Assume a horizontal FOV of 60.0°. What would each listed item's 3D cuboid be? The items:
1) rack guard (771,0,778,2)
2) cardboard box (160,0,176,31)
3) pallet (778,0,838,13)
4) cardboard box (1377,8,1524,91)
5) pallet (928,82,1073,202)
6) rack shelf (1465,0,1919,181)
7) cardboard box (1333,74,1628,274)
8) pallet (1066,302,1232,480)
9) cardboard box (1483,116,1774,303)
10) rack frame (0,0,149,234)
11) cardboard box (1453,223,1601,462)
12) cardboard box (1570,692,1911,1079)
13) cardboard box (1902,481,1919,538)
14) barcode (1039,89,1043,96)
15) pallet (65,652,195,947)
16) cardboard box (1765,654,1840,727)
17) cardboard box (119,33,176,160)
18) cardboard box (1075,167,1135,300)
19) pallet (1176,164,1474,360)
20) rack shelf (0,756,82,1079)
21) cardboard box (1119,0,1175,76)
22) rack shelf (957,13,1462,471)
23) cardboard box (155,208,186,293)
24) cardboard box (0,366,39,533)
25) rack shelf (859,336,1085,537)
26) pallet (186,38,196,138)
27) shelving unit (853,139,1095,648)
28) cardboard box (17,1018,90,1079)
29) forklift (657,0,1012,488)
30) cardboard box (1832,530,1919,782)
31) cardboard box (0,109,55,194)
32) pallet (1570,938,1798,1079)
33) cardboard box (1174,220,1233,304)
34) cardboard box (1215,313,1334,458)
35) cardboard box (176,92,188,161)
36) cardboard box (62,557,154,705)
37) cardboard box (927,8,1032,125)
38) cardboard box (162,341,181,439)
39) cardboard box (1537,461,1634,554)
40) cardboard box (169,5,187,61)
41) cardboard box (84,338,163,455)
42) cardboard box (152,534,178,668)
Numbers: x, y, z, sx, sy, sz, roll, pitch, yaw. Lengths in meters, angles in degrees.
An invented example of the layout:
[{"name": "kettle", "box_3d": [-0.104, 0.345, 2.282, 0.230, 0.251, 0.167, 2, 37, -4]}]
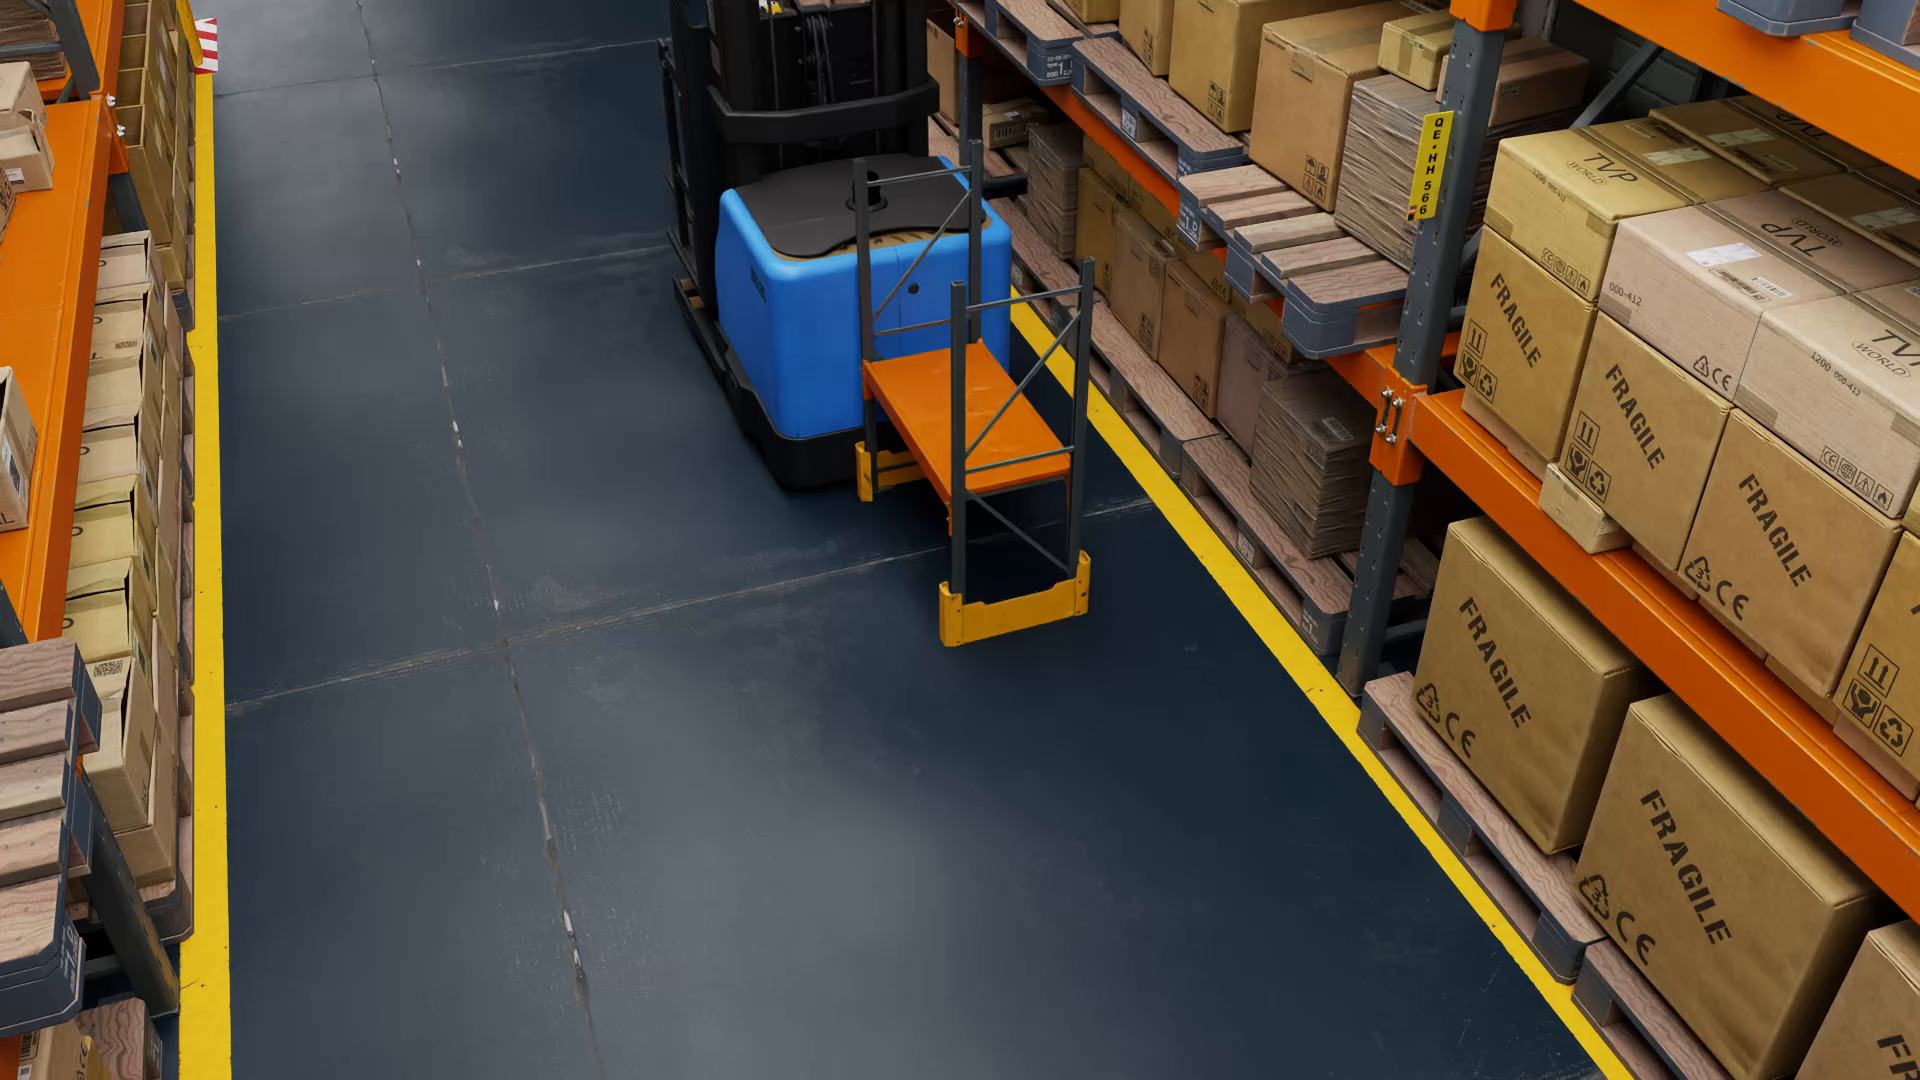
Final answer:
[{"name": "rack guard", "box_3d": [-0.866, -4.238, 11.961, 1.175, 0.500, 0.348, -12, 39, -16]}, {"name": "cardboard box", "box_3d": [-5.078, -3.380, 10.057, 0.500, 0.500, 0.500, -12, 39, -16]}, {"name": "pallet", "box_3d": [-0.619, -3.657, 11.429, 1.003, 0.211, 1.213, -12, 39, -16]}, {"name": "cardboard box", "box_3d": [1.590, -1.603, 5.397, 0.380, 0.149, 0.250, -19, 41, -23]}, {"name": "pallet", "box_3d": [0.220, -2.278, 9.599, 1.003, 0.211, 1.213, -12, 39, -16]}, {"name": "rack shelf", "box_3d": [2.549, -0.541, 3.080, 1.077, 0.370, 4.000, -12, 39, -16]}, {"name": "cardboard box", "box_3d": [1.690, -1.240, 5.454, 0.700, 0.500, 0.500, -17, 40, -21]}, {"name": "pallet", "box_3d": [1.177, -0.776, 7.605, 1.003, 0.211, 1.213, -12, 39, -16]}, {"name": "cardboard box", "box_3d": [1.785, -0.901, 4.482, 0.500, 0.250, 0.500, -12, 38, -15]}, {"name": "rack frame", "box_3d": [-4.165, -1.992, 6.902, 1.000, 3.000, 0.127, -12, 39, -16]}, {"name": "cardboard box", "box_3d": [1.788, -0.600, 4.706, 0.500, 0.500, 0.500, -11, 38, -15]}, {"name": "cardboard box", "box_3d": [2.286, 0.869, 4.541, 0.750, 0.750, 0.750, -13, 39, -16]}, {"name": "cardboard box", "box_3d": [2.318, -0.045, 3.346, 0.500, 0.250, 0.500, -13, 39, -17]}, {"name": "barcode", "box_3d": [0.474, -2.628, 9.690, 0.001, 0.075, 0.075, -12, 39, -16]}, {"name": "pallet", "box_3d": [-3.035, 0.908, 5.369, 1.003, 0.211, 1.213, -12, 39, -16]}, {"name": "cardboard box", "box_3d": [2.226, 0.287, 4.068, 0.380, 0.149, 0.250, -12, 39, -15]}, {"name": "cardboard box", "box_3d": [-4.375, -2.253, 8.561, 0.500, 0.500, 0.500, -12, 39, -16]}, {"name": "cardboard box", "box_3d": [0.978, -1.504, 7.965, 0.700, 0.500, 0.500, -13, 39, -17]}, {"name": "pallet", "box_3d": [1.516, -1.064, 5.829, 1.213, 0.211, 1.003, -12, 39, -16]}, {"name": "rack shelf", "box_3d": [-2.101, 1.684, 2.619, 1.077, 0.370, 4.000, -12, 39, -16]}, {"name": "cardboard box", "box_3d": [1.069, -2.259, 6.807, 0.700, 0.500, 0.500, -7, 38, -10]}, {"name": "rack shelf", "box_3d": [1.173, -1.603, 6.983, 1.077, 0.370, 4.000, -12, 39, -16]}, {"name": "cardboard box", "box_3d": [-4.040, -1.387, 8.034, 0.500, 0.250, 0.500, -12, 39, -16]}, {"name": "cardboard box", "box_3d": [-2.915, -0.242, 4.653, 0.500, 0.311, 0.500, -13, 39, -16]}, {"name": "rack shelf", "box_3d": [0.026, -0.420, 6.360, 0.538, 0.185, 1.000, -13, 39, -17]}, {"name": "pallet", "box_3d": [-5.239, -2.715, 10.179, 1.003, 0.211, 1.213, -12, 39, -16]}, {"name": "shelving unit", "box_3d": [0.029, -0.559, 6.245, 0.587, 1.500, 1.083, -13, 39, -17]}, {"name": "cardboard box", "box_3d": [-2.223, 1.301, 3.618, 0.500, 0.250, 0.500, -11, 38, -14]}, {"name": "forklift", "box_3d": [-0.775, -2.274, 7.333, 1.130, 2.935, 3.031, -13, 39, -17]}, {"name": "cardboard box", "box_3d": [2.316, 0.271, 3.550, 0.500, 0.500, 0.500, -11, 38, -15]}, {"name": "cardboard box", "box_3d": [-3.690, -1.480, 6.333, 0.396, 0.266, 0.258, -13, 39, -17]}, {"name": "pallet", "box_3d": [2.478, 1.502, 4.580, 1.003, 0.211, 1.213, -12, 39, -16]}, {"name": "cardboard box", "box_3d": [1.245, -1.258, 7.015, 0.500, 0.250, 0.500, -13, 39, -16]}, {"name": "cardboard box", "box_3d": [1.496, -0.649, 6.830, 0.700, 0.500, 0.500, -13, 39, -16]}, {"name": "cardboard box", "box_3d": [-4.552, -2.235, 9.160, 0.500, 0.250, 0.500, -12, 39, -16]}, {"name": "cardboard box", "box_3d": [-2.882, 0.322, 5.299, 0.500, 0.311, 0.500, -13, 39, -17]}, {"name": "cardboard box", "box_3d": [0.090, -2.775, 9.653, 0.500, 0.500, 0.500, -15, 40, -19]}, {"name": "cardboard box", "box_3d": [-3.578, -0.601, 6.992, 0.500, 0.250, 0.500, -13, 39, -17]}, {"name": "cardboard box", "box_3d": [1.847, -0.122, 4.612, 0.380, 0.149, 0.250, -11, 38, -15]}, {"name": "cardboard box", "box_3d": [-5.080, -3.080, 10.282, 0.500, 0.250, 0.500, -12, 39, -16]}, {"name": "cardboard box", "box_3d": [-3.402, -0.541, 6.446, 0.500, 0.311, 0.500, -13, 39, -16]}, {"name": "cardboard box", "box_3d": [-3.052, 0.265, 5.841, 0.500, 0.250, 0.500, -13, 39, -17]}]
